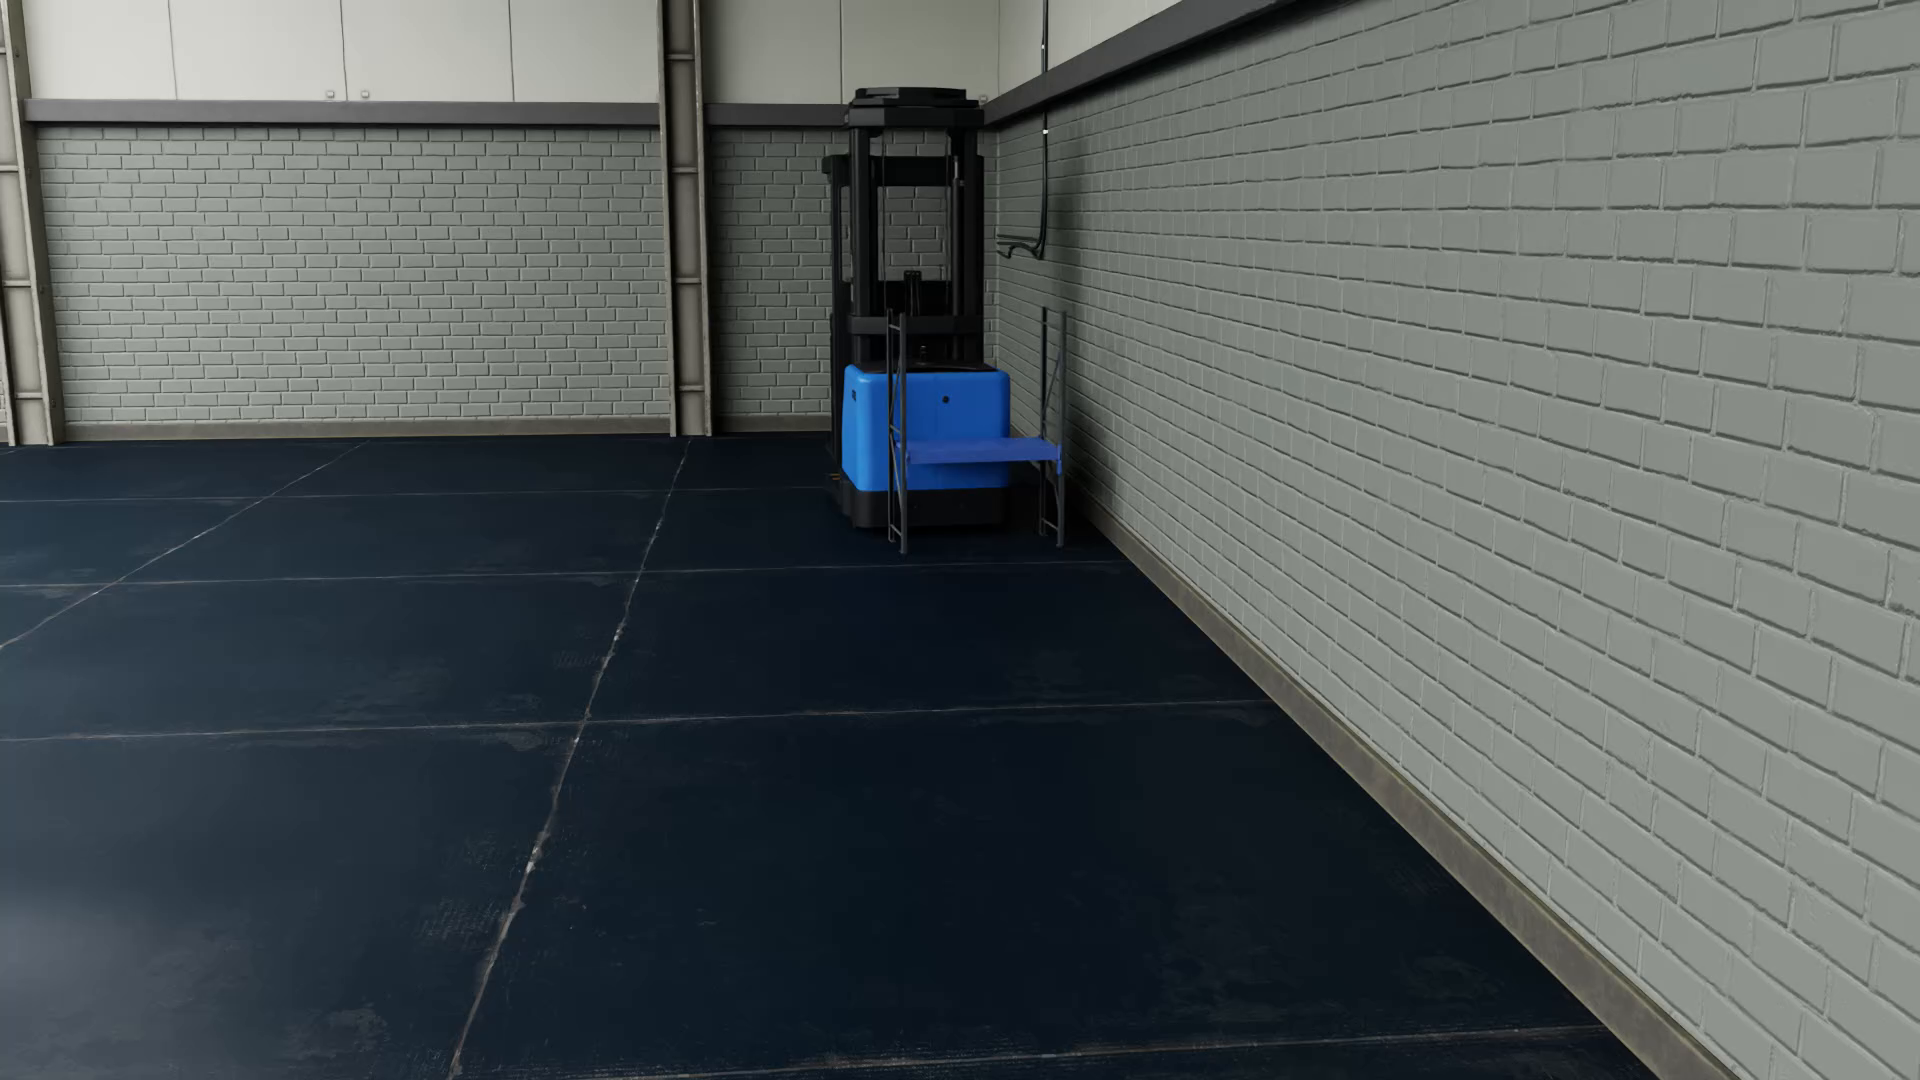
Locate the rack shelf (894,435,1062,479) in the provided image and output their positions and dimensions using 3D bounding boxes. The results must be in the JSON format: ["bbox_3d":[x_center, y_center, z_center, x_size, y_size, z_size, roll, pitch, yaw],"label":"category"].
[{"bbox_3d":[0.099,-0.535,10.631,1.000,0.185,0.538,-2,11,-12],"label":"rack shelf"}]

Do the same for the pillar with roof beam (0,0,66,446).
[{"bbox_3d":[-8.088,-4.488,10.368,0.400,9.000,9.100,-1,11,-6],"label":"pillar with roof beam"}]

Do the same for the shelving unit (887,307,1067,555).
[{"bbox_3d":[0.099,-0.711,10.596,1.048,1.500,0.538,-2,11,-12],"label":"shelving unit"}]

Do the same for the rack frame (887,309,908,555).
[{"bbox_3d":[-0.397,-0.690,10.489,0.032,1.500,0.500,-2,11,-12],"label":"rack frame"}]

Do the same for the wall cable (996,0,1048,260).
[{"bbox_3d":[0.484,-3.723,14.525,0.112,2.526,3.097,-1,11,-6],"label":"wall cable"}]

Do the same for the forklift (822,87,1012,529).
[{"bbox_3d":[-0.415,-1.749,12.165,1.130,2.935,3.031,-2,11,-10],"label":"forklift"}]

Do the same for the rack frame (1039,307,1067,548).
[{"bbox_3d":[0.595,-0.732,10.704,0.032,1.500,0.500,-2,11,-12],"label":"rack frame"}]

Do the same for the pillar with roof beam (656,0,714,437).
[{"bbox_3d":[-2.123,-4.613,11.004,0.400,9.000,9.100,-1,11,-6],"label":"pillar with roof beam"}]
